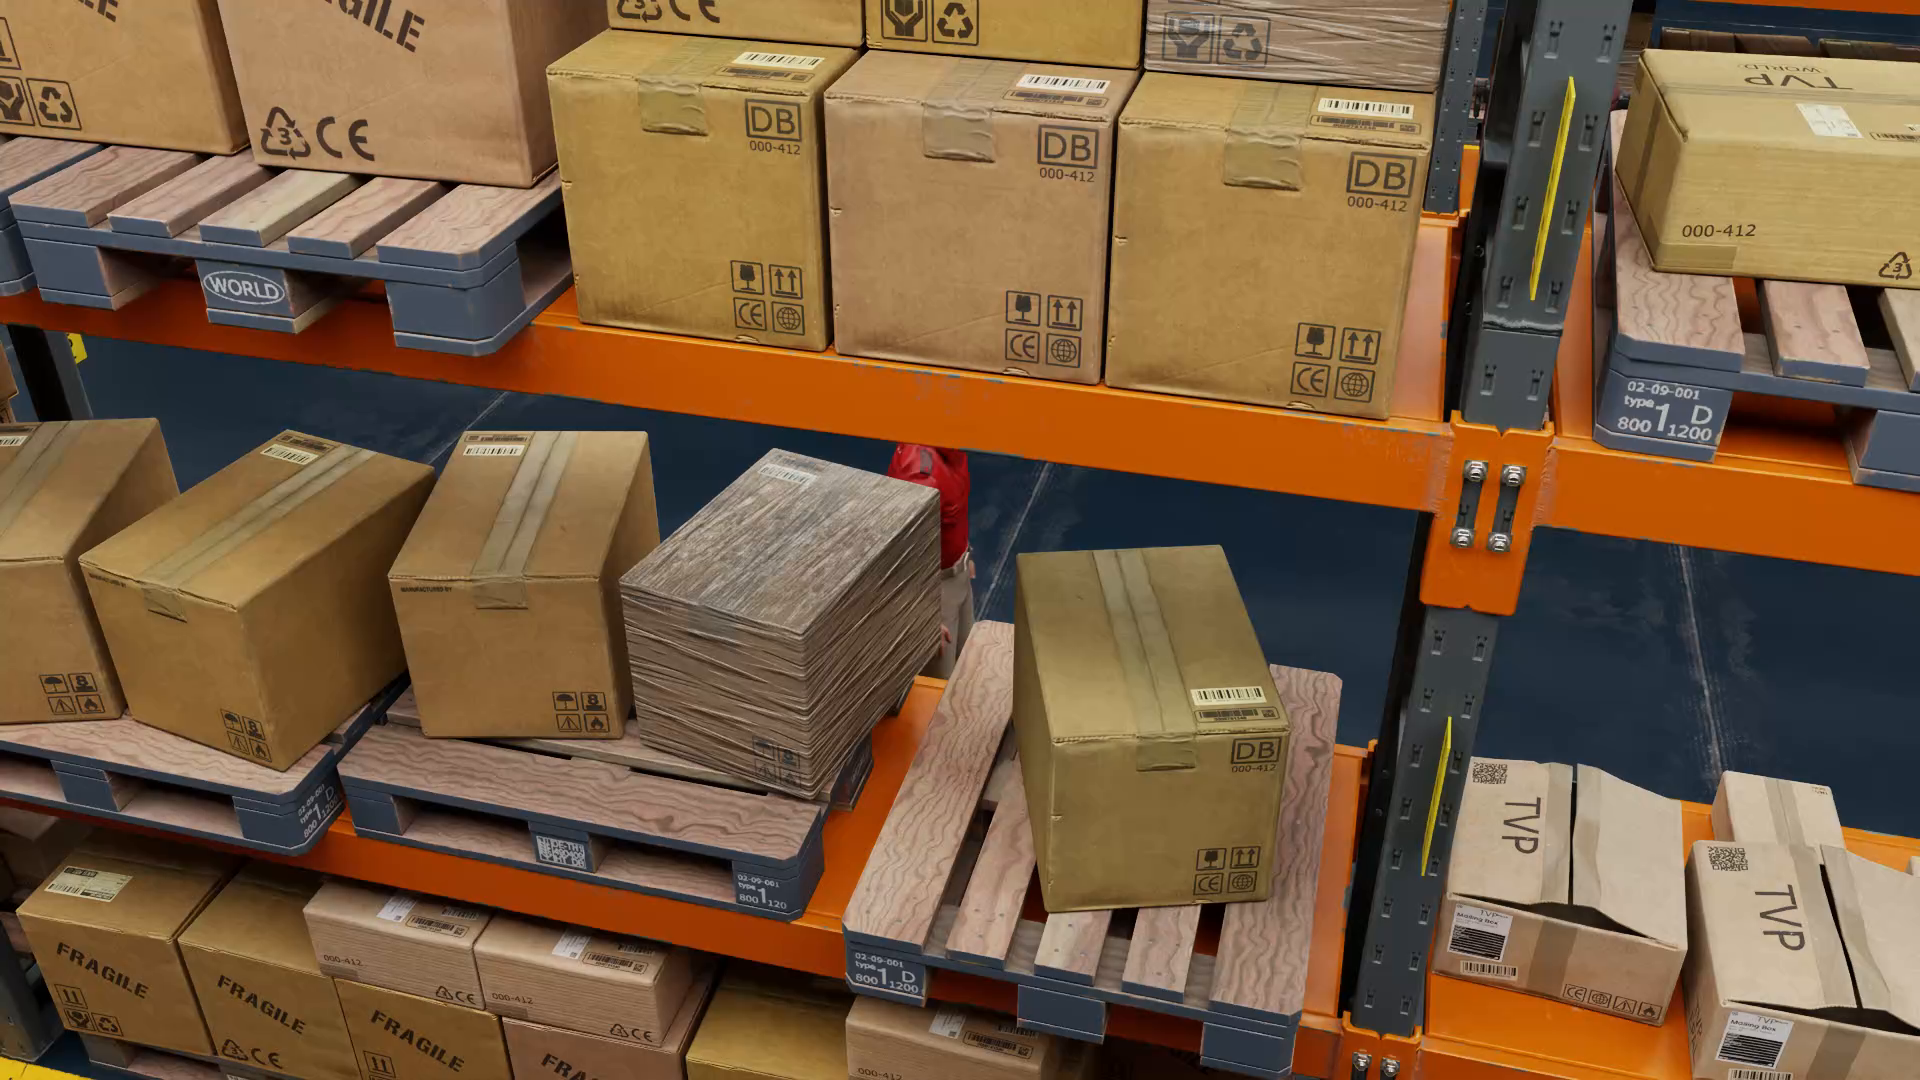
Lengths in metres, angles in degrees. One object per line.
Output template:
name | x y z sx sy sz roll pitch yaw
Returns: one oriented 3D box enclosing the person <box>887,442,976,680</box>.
person | -0.087 0.169 5.886 0.386 1.728 0.605 7 33 11
